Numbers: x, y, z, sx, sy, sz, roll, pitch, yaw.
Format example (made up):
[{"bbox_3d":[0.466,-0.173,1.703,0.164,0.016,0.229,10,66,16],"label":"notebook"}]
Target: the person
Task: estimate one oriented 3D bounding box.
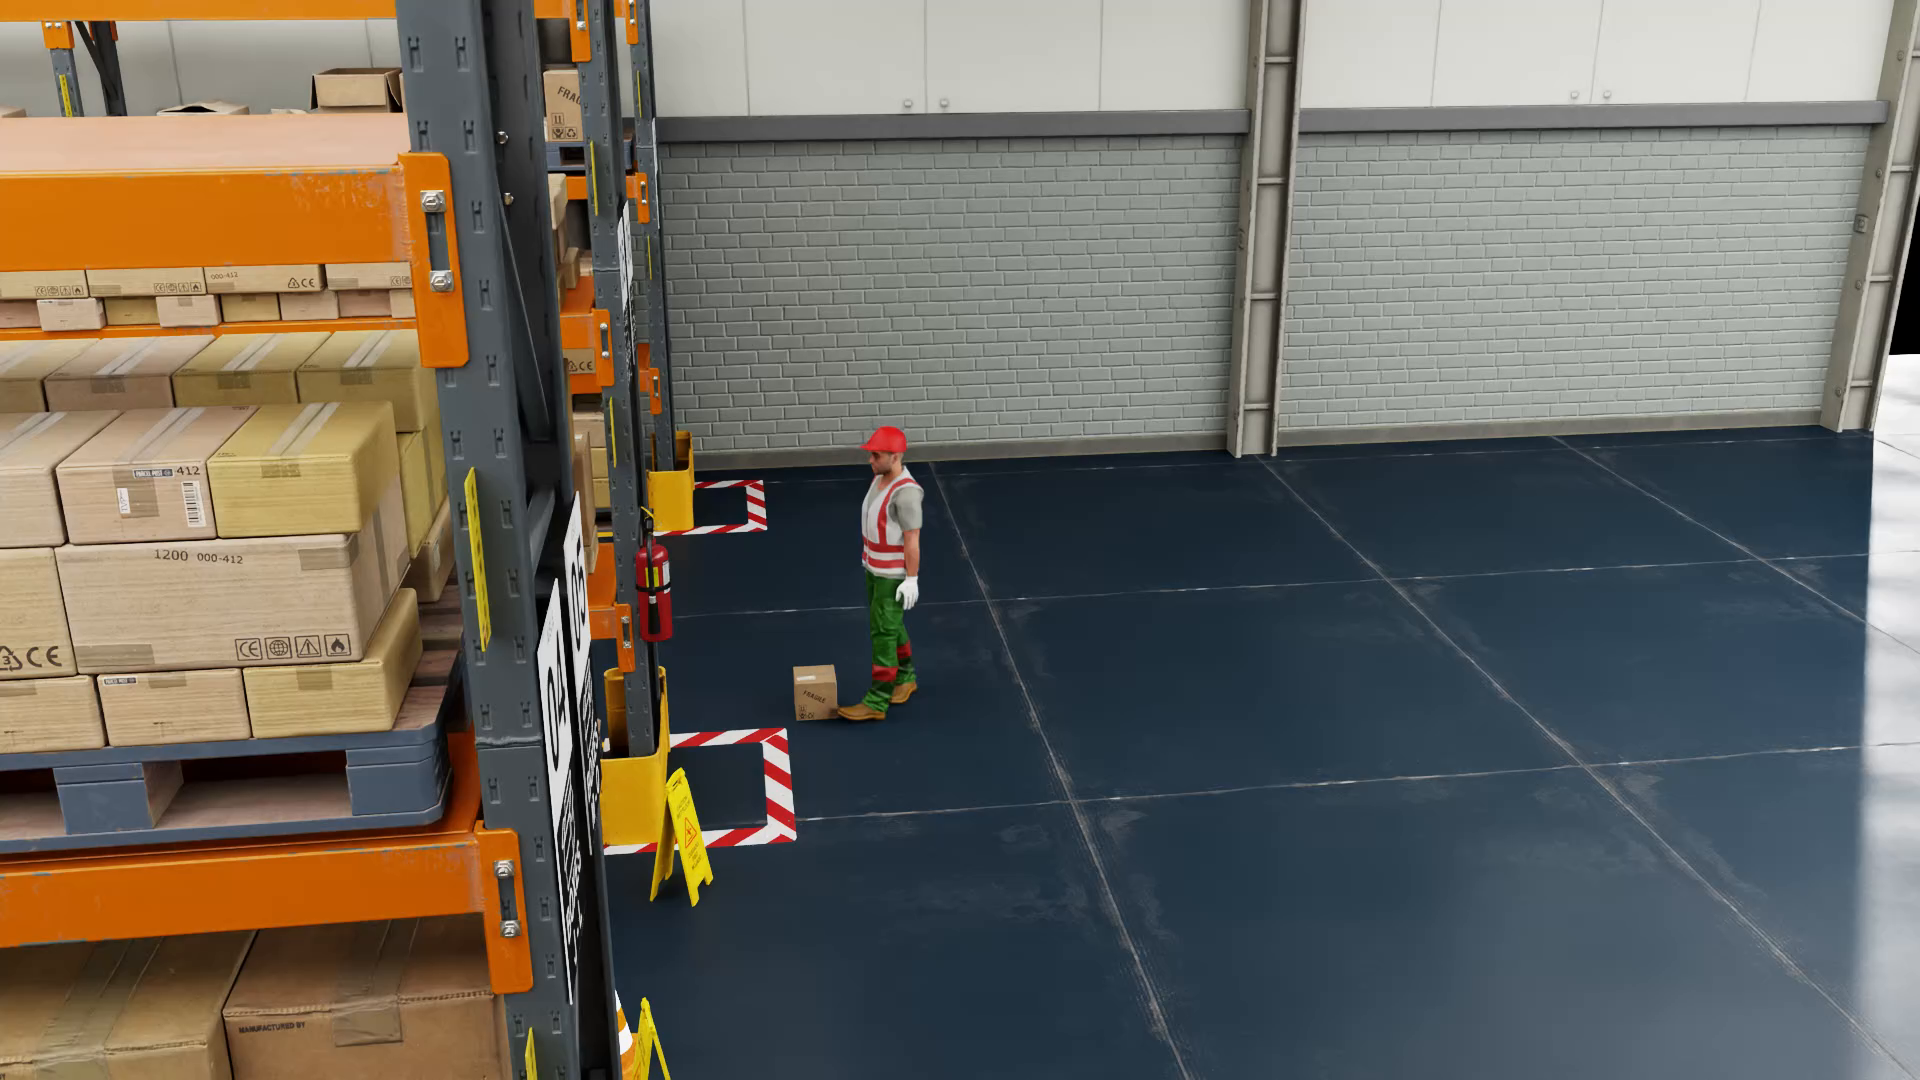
[{"bbox_3d":[-0.495,0.198,9.981,0.618,1.786,0.574,-9,22,-24],"label":"person"}]
